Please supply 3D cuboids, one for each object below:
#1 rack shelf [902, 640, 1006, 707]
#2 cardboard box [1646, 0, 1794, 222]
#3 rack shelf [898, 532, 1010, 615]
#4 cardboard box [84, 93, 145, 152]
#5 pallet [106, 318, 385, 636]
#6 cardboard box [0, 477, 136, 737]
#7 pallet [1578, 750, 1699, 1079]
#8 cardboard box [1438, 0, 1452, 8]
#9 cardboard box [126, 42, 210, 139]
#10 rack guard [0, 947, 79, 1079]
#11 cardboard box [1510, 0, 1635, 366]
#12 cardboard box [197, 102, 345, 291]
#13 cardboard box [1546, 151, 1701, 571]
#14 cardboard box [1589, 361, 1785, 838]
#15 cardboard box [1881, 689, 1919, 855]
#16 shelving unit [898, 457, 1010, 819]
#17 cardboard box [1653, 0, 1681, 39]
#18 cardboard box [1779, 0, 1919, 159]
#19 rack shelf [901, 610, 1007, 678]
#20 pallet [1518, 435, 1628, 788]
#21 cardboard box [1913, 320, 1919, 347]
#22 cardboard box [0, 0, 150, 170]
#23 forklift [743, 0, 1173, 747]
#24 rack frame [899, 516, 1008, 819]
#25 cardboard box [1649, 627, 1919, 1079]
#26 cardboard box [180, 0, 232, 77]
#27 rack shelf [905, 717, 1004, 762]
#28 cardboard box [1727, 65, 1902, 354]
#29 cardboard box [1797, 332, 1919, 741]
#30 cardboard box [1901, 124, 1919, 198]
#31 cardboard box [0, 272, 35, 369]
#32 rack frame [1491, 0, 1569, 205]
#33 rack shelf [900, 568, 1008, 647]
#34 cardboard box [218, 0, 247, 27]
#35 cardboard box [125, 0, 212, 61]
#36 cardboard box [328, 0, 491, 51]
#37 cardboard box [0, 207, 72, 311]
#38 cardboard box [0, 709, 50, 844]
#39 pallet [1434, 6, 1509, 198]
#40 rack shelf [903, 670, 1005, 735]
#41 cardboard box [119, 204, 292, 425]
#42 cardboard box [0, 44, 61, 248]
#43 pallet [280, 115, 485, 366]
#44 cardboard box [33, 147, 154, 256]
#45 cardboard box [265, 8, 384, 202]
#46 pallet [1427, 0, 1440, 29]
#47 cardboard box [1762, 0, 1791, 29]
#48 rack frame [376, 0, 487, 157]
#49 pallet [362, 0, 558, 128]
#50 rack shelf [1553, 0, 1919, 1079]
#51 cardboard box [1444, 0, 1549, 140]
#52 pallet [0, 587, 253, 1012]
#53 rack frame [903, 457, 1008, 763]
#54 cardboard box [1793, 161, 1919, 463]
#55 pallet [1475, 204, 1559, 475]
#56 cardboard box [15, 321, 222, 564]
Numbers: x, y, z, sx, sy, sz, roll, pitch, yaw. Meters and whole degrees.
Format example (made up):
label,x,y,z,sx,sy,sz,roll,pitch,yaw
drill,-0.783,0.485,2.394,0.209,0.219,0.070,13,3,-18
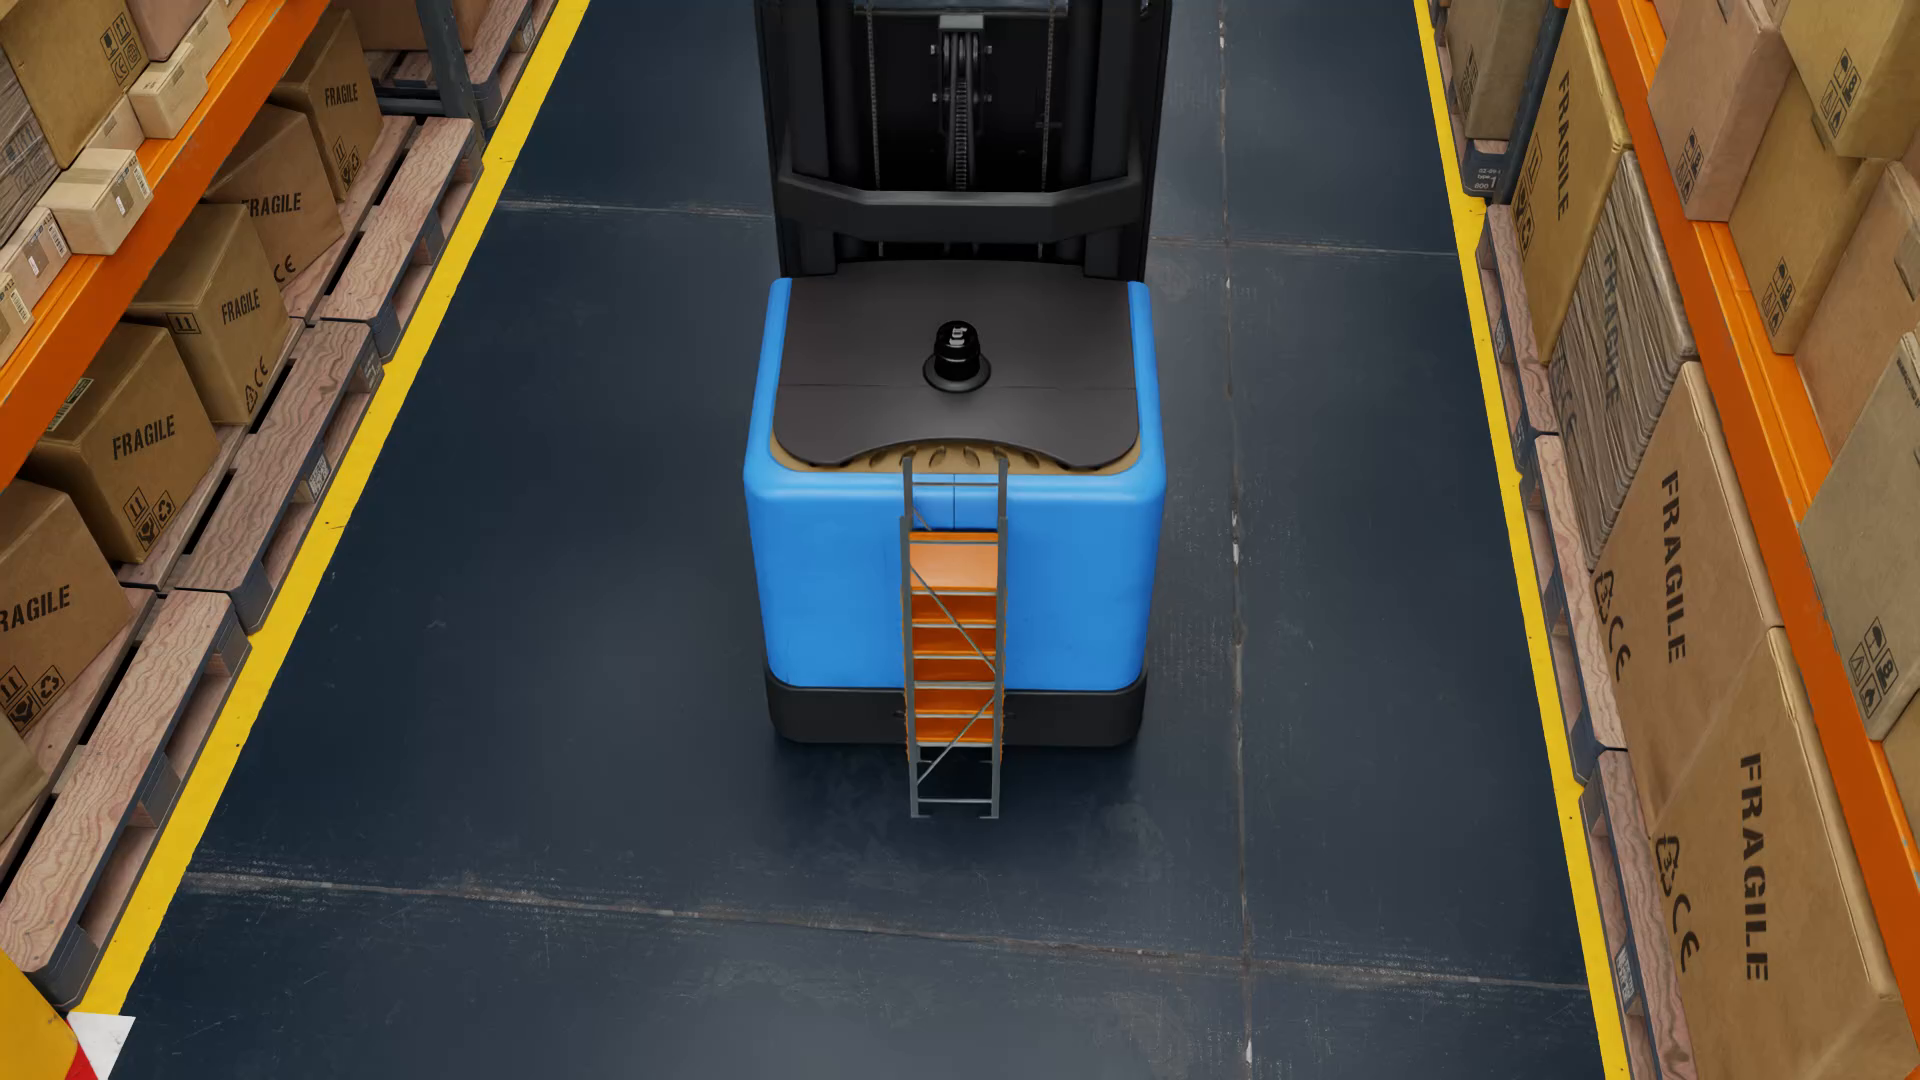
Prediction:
label,x,y,z,sx,sy,sz,roll,pitch,yaw
rack shelf,-0.013,0.318,4.207,0.258,0.103,0.180,1,48,1
cardboard box,2.304,-1.168,4.184,0.875,0.550,0.550,4,48,4
rack shelf,-0.013,0.075,3.941,0.258,0.103,0.180,1,48,1
cardboard box,-2.388,-1.049,4.347,0.380,0.149,0.250,4,48,4
pallet,-2.545,-0.256,5.341,1.003,0.211,1.213,4,48,4
cardboard box,-2.681,0.150,4.489,0.500,0.500,0.500,15,49,14
pallet,2.150,1.104,4.097,1.003,0.211,1.213,4,48,4
cardboard box,2.578,-2.737,6.961,1.050,0.750,0.750,4,48,4
cardboard box,-2.289,-1.228,4.510,0.380,0.149,0.250,4,48,4
rack guard,-2.768,1.135,3.873,1.175,0.500,0.348,4,48,4
cardboard box,2.393,-1.151,5.425,0.875,0.875,0.875,5,48,4
cardboard box,-2.531,-1.177,5.703,0.500,0.500,0.500,18,50,16
cardboard box,2.314,-0.488,4.819,0.875,0.875,0.875,4,48,4
cardboard box,2.229,0.181,4.207,0.875,0.875,0.875,3,48,3
cardboard box,2.144,0.429,2.723,0.875,0.550,0.550,4,48,4
shelving unit,-0.013,0.288,4.174,0.258,1.200,0.189,1,48,1
cardboard box,2.470,-1.557,4.540,0.875,0.550,0.550,4,48,4
cardboard box,2.291,-1.141,3.427,0.875,0.550,0.500,4,48,4
rack shelf,-0.013,0.237,4.118,0.258,0.103,0.180,1,48,1
pallet,2.264,0.210,4.915,1.003,0.211,1.213,4,48,4
cardboard box,2.186,-0.340,2.695,0.875,0.550,0.550,4,48,4
cardboard box,-2.626,-1.295,4.133,0.875,0.500,0.500,4,48,4
forklift,0.012,-1.488,4.625,1.130,2.935,3.031,1,48,1
rack frame,-0.014,0.355,4.112,0.240,1.200,0.006,1,48,1
cardboard box,2.151,0.828,3.615,0.875,0.875,0.875,4,48,4
cardboard box,-2.301,-1.414,4.681,0.380,0.149,0.250,4,48,4
rack shelf,-0.013,0.480,4.384,0.258,0.103,0.180,1,48,1
cardboard box,2.355,-0.772,3.821,0.875,0.550,0.500,4,48,4
cardboard box,2.172,0.024,3.094,0.875,0.550,0.550,4,48,4
cardboard box,2.372,-0.742,3.063,0.875,0.550,0.550,4,48,4
cardboard box,-2.400,-0.494,3.840,0.380,0.149,0.250,4,48,4
rack frame,2.520,-2.184,5.215,1.000,3.000,0.127,4,48,4
rack shelf,-0.013,0.156,4.030,0.258,0.103,0.180,1,48,1
cardboard box,-2.318,-1.600,4.851,0.380,0.149,0.250,4,48,4
cardboard box,-2.539,-1.660,4.466,0.875,0.500,0.500,4,48,4
cardboard box,-2.333,-2.346,6.759,0.700,0.500,0.500,1,48,1
cardboard box,-2.404,-0.680,4.009,0.380,0.149,0.250,4,48,4
cardboard box,-2.701,0.592,4.085,0.500,0.500,0.500,12,49,11
pallet,2.515,-1.815,6.767,1.003,0.211,1.213,4,48,4
rack shelf,-0.013,0.399,4.295,0.258,0.103,0.180,1,48,1
cardboard box,-2.510,-0.716,5.281,0.500,0.500,0.500,0,48,0
cardboard box,-2.683,-0.929,3.797,0.875,0.500,0.500,4,48,4
pallet,-2.436,-1.155,6.163,1.003,0.211,1.213,4,48,4
cardboard box,-2.278,-0.857,4.171,0.380,0.149,0.250,4,48,4
cardboard box,-2.487,-1.599,6.089,0.500,0.500,0.500,3,48,2
pallet,2.624,-2.714,7.589,1.003,0.211,1.213,4,48,4
cardboard box,2.331,-1.531,3.784,0.875,0.550,0.550,4,48,4
rack frame,-2.410,-2.592,5.588,1.000,3.000,0.127,4,48,4
pallet,-2.341,-2.223,7.140,1.003,0.211,1.213,4,48,4
rack shelf,2.337,-0.471,4.136,1.077,0.370,4.000,4,48,4
cardboard box,2.487,-2.029,6.313,1.050,0.750,0.750,4,48,3
pallet,-2.659,0.638,4.523,1.003,0.211,1.213,4,48,4
rack frame,-0.011,0.220,4.236,0.240,1.200,0.006,1,48,1
cardboard box,2.348,-0.380,3.463,0.875,0.550,0.550,4,48,4
pallet,2.373,-0.689,5.737,1.003,0.211,1.213,4,48,4
cardboard box,-2.605,-0.309,4.909,0.500,0.500,0.500,8,48,7
